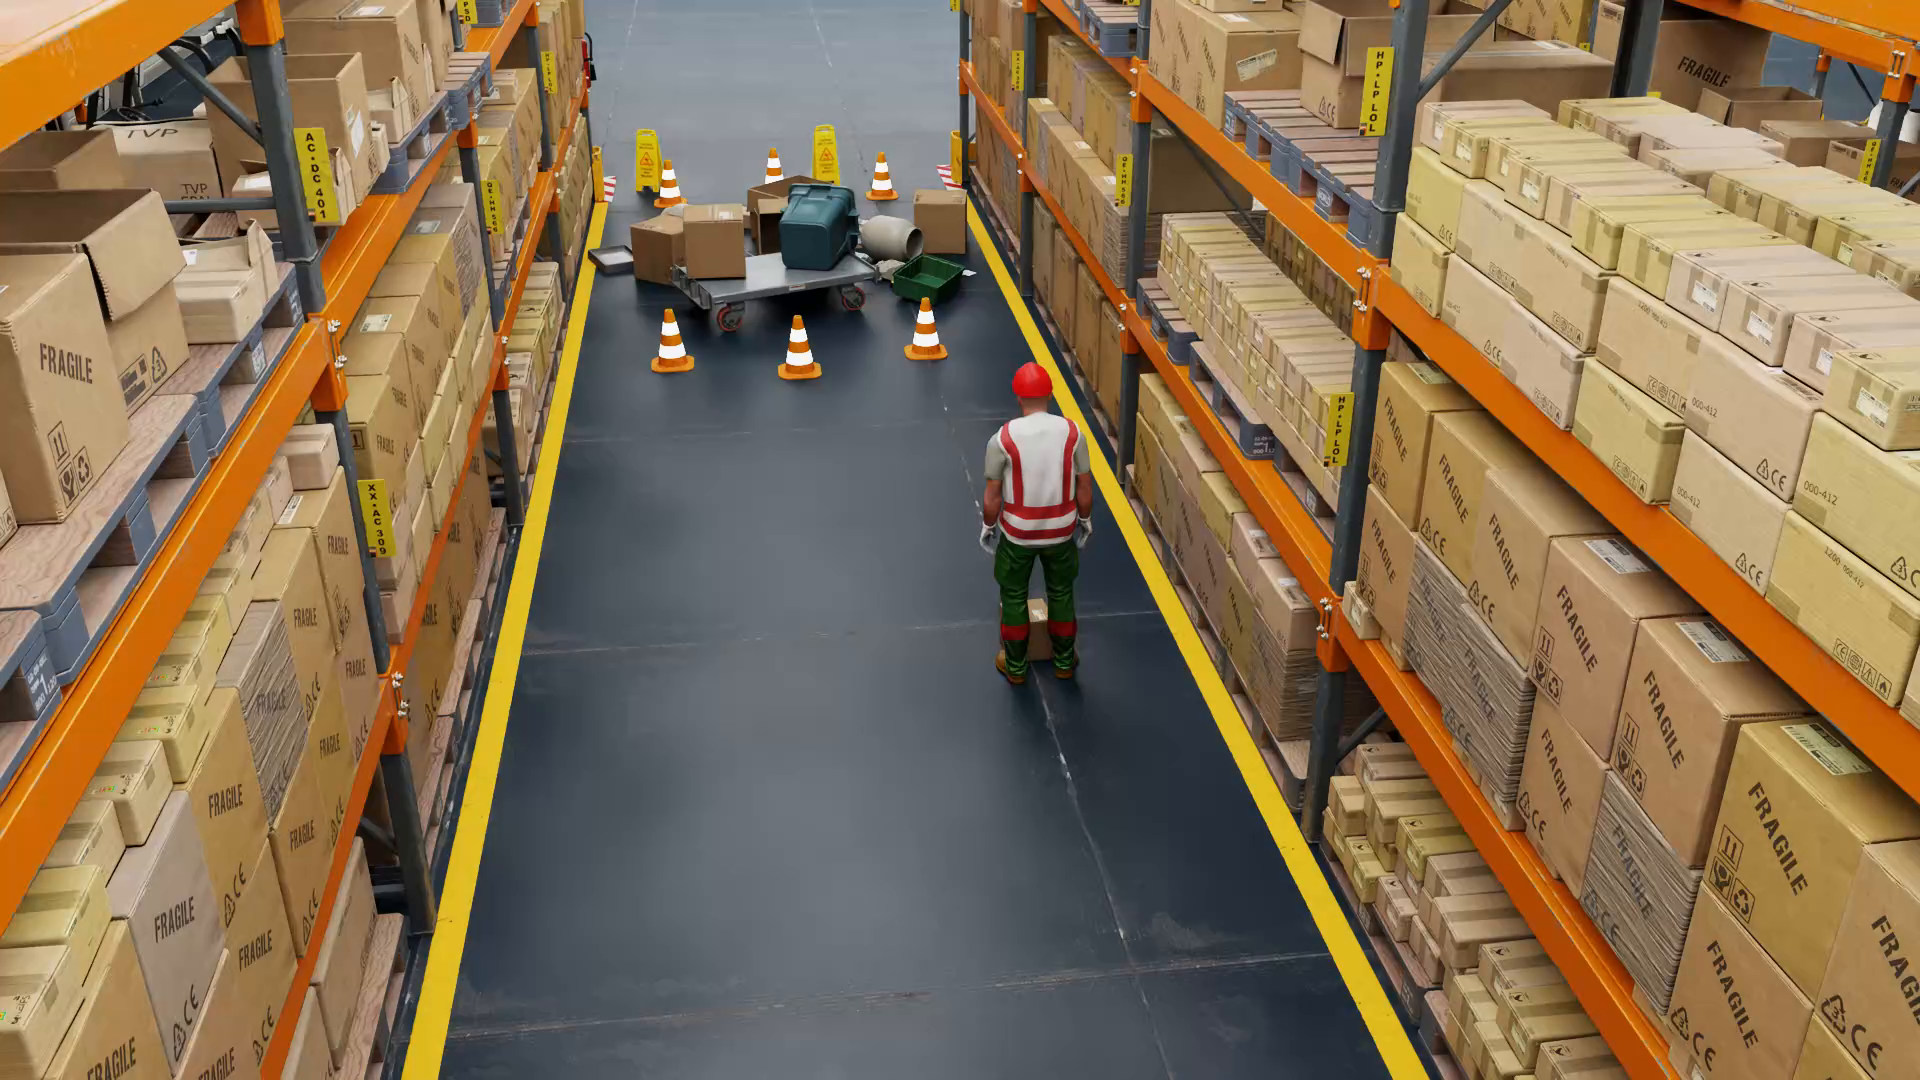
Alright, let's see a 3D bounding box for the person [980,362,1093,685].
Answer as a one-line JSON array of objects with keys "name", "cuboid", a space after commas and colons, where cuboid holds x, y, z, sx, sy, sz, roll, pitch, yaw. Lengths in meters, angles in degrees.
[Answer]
[{"name": "person", "cuboid": [0.403, -0.067, 8.737, 0.604, 1.775, 0.451, -4, 27, -8]}]
